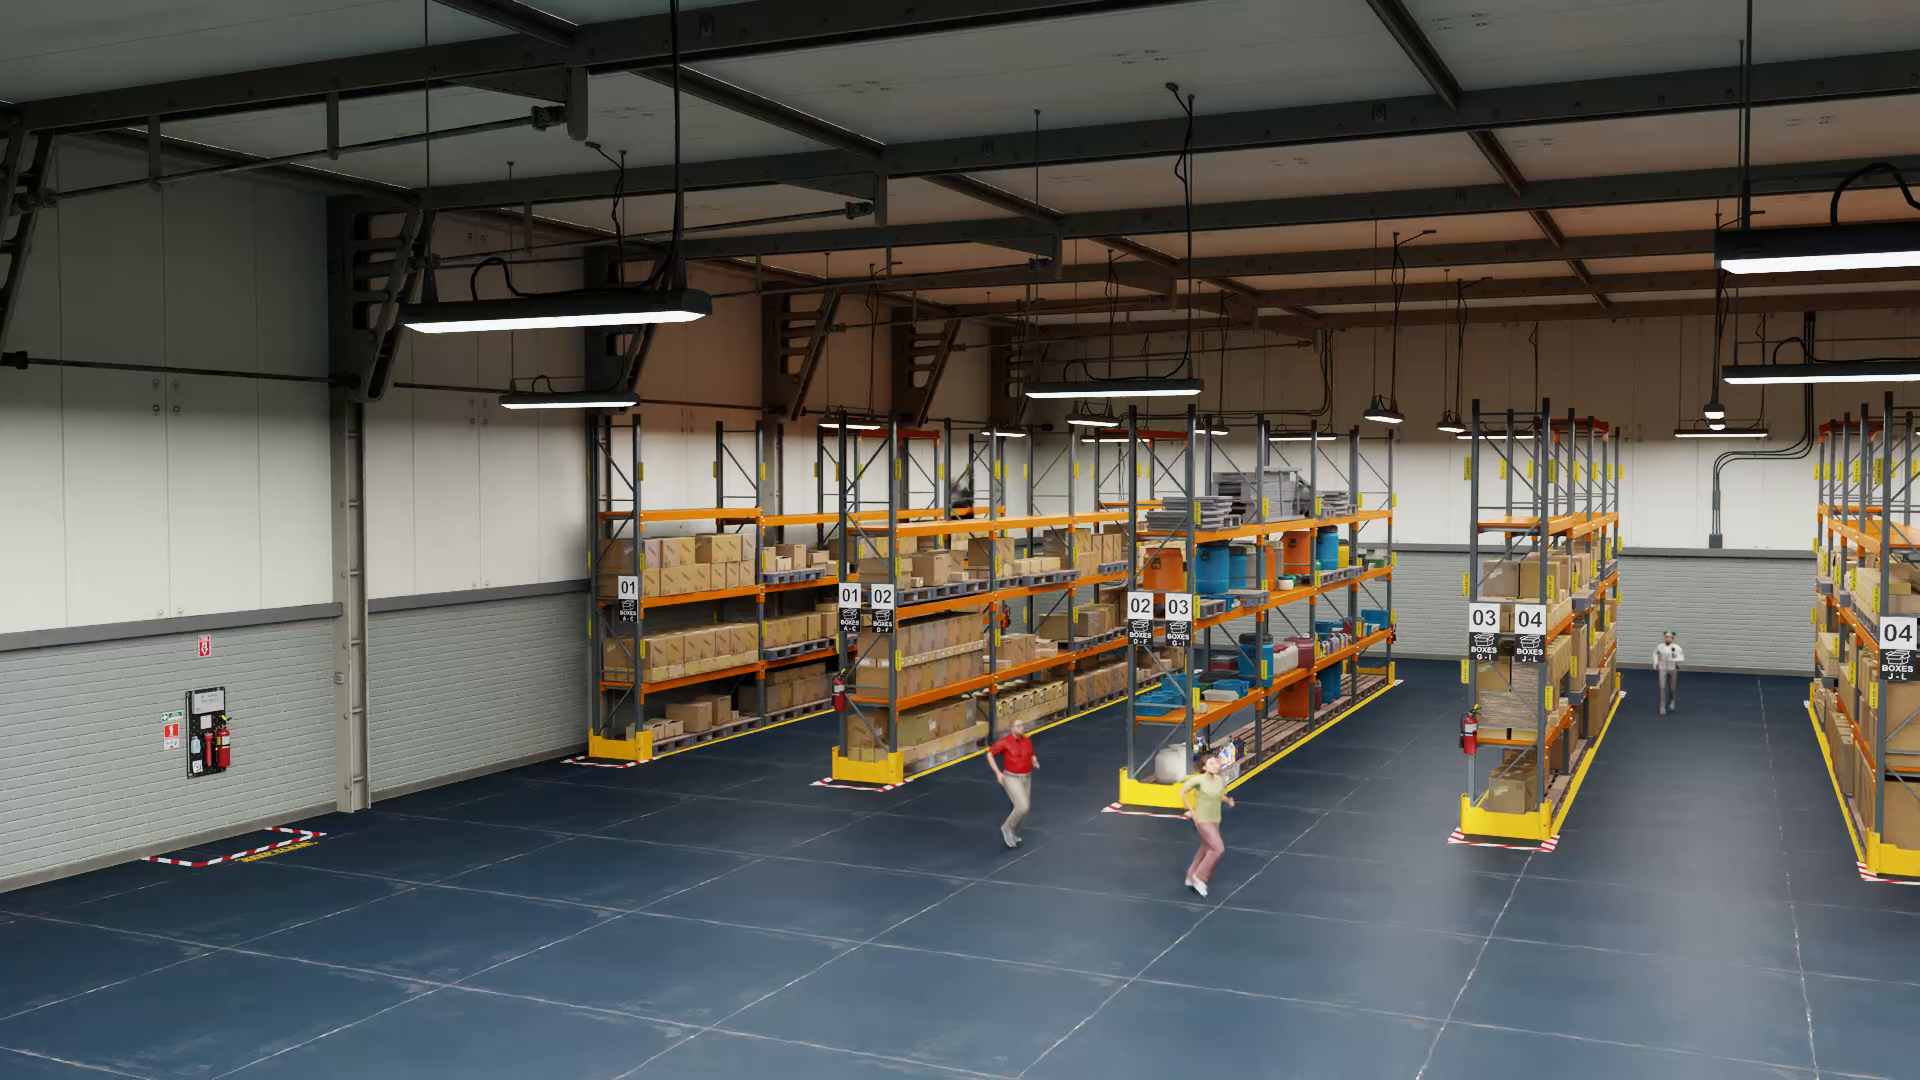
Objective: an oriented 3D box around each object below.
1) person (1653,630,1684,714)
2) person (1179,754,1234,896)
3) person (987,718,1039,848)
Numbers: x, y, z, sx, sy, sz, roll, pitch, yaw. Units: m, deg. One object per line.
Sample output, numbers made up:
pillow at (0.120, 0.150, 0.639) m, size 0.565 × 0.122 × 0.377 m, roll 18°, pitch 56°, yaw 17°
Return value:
person at (14.670, 2.709, 34.461) m, size 0.615 × 1.687 × 0.913 m, roll 1°, pitch 3°, yaw 28°
person at (2.955, 3.375, 19.710) m, size 0.552 × 1.654 × 0.650 m, roll -2°, pitch 3°, yaw -40°
person at (0.790, 3.238, 22.144) m, size 0.645 × 1.717 × 0.675 m, roll -2°, pitch 3°, yaw -42°
